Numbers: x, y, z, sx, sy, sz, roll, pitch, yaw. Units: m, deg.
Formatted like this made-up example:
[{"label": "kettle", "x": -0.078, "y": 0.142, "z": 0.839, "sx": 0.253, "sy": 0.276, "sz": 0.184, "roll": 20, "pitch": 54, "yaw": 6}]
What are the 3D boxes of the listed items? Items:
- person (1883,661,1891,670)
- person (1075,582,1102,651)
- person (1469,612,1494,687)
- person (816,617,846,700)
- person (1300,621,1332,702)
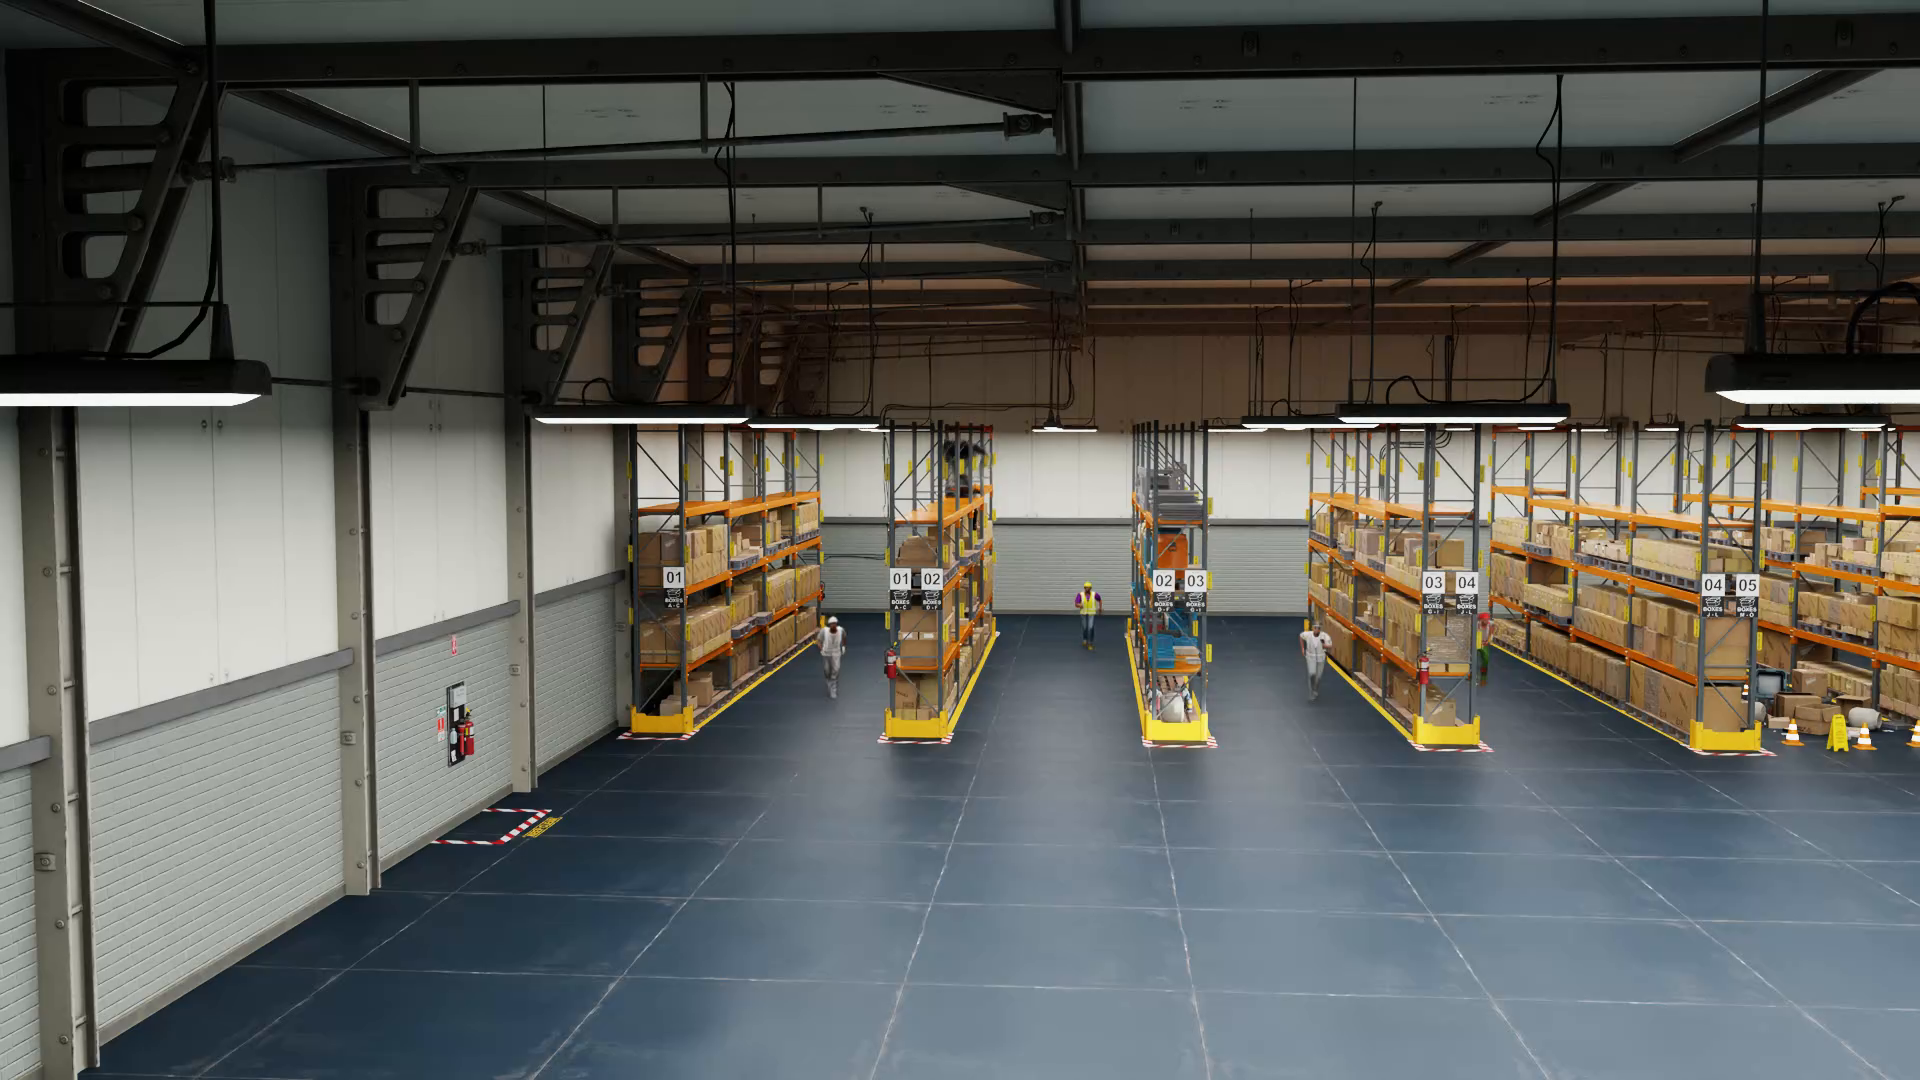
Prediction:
[{"label": "person", "x": 21.365, "y": 2.476, "z": 37.935, "sx": 0.671, "sy": 1.770, "sz": 0.901, "roll": 0, "pitch": 4, "yaw": 6}, {"label": "person", "x": 3.426, "y": 2.034, "z": 44.502, "sx": 0.717, "sy": 1.837, "sz": 0.775, "roll": 0, "pitch": 4, "yaw": 7}, {"label": "person", "x": 11.885, "y": 2.483, "z": 38.142, "sx": 0.704, "sy": 1.731, "sz": 1.056, "roll": -1, "pitch": 4, "yaw": -8}, {"label": "person", "x": -2.819, "y": 2.544, "z": 36.450, "sx": 0.680, "sy": 1.770, "sz": 1.126, "roll": -1, "pitch": 4, "yaw": -8}, {"label": "person", "x": 7.666, "y": 2.598, "z": 35.832, "sx": 0.647, "sy": 1.759, "sz": 0.931, "roll": 0, "pitch": 4, "yaw": 3}]
